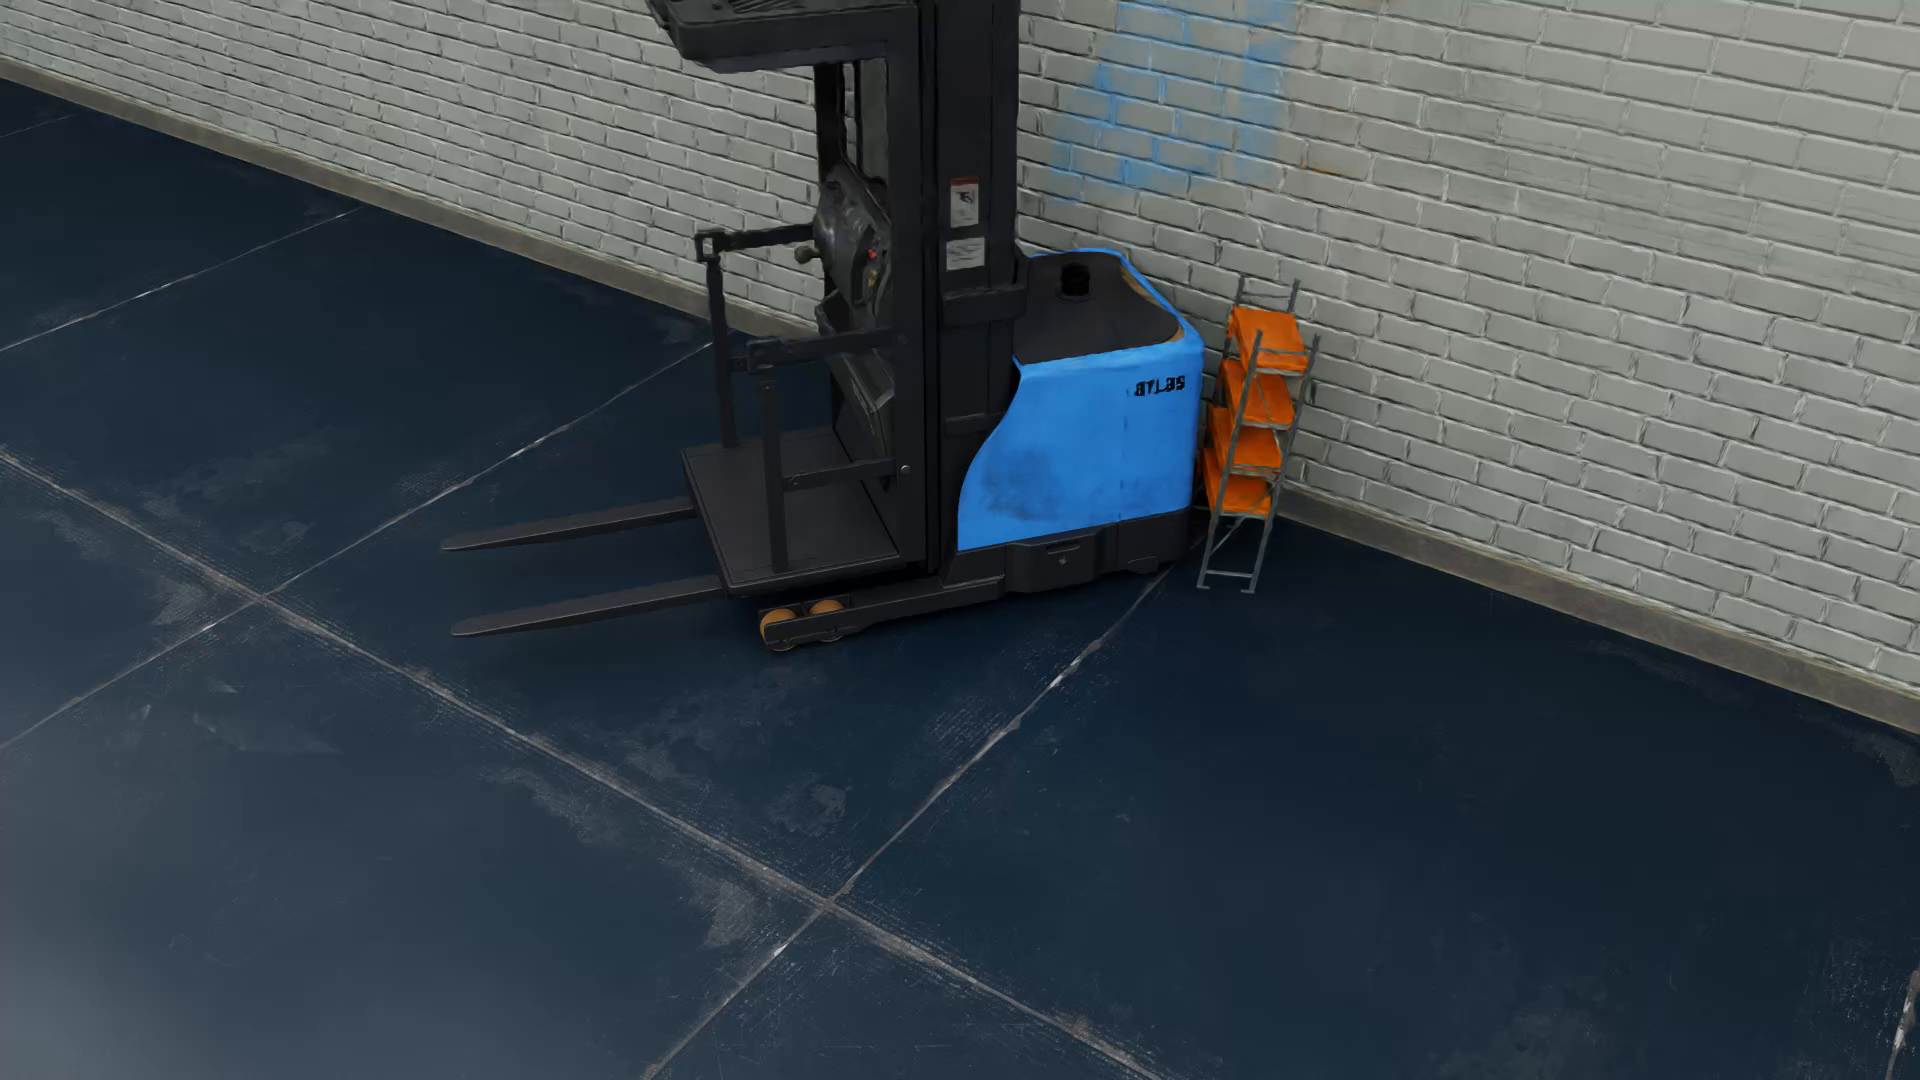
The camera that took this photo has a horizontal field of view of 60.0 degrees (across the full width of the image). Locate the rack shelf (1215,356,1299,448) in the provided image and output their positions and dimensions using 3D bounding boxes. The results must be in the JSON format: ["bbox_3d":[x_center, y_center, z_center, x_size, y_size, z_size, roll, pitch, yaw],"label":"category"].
[{"bbox_3d":[1.189,-0.551,6.694,0.258,0.148,0.480,6,34,-3],"label":"rack shelf"}]

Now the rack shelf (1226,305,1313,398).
[{"bbox_3d":[1.216,-0.745,6.562,0.258,0.148,0.480,6,34,-3],"label":"rack shelf"}]

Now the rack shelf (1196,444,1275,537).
[{"bbox_3d":[1.142,-0.204,6.930,0.258,0.148,0.480,6,34,-3],"label":"rack shelf"}]

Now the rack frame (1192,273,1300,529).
[{"bbox_3d":[1.175,-0.559,6.983,0.240,1.200,0.015,6,34,-3],"label":"rack frame"}]

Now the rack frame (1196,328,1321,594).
[{"bbox_3d":[1.169,-0.285,6.580,0.240,1.200,0.015,6,34,-3],"label":"rack frame"}]

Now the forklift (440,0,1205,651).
[{"bbox_3d":[-0.595,-1.106,6.269,3.031,2.935,1.130,-10,35,-15],"label":"forklift"}]

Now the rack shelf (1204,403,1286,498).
[{"bbox_3d":[1.164,-0.367,6.819,0.258,0.148,0.480,6,34,-3],"label":"rack shelf"}]

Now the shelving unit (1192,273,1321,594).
[{"bbox_3d":[1.172,-0.422,6.782,0.258,1.200,0.503,6,34,-3],"label":"shelving unit"}]
